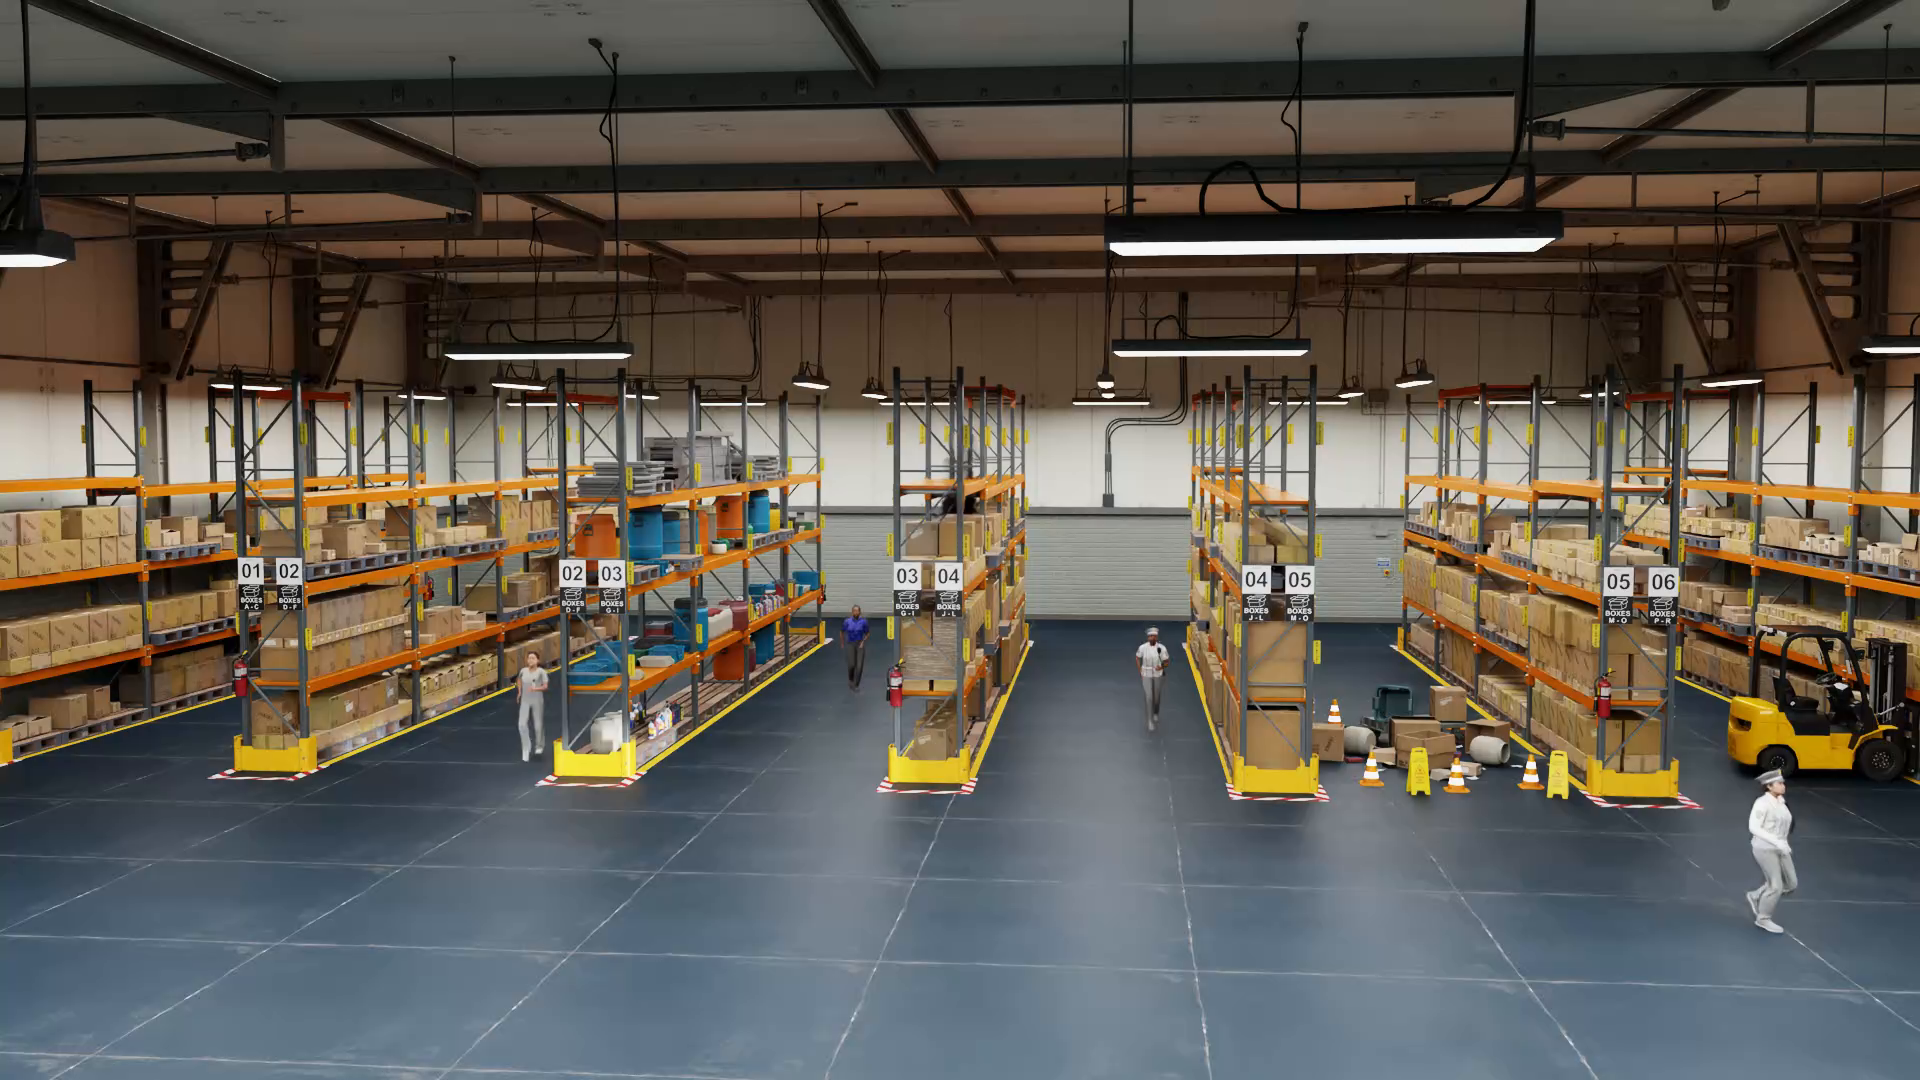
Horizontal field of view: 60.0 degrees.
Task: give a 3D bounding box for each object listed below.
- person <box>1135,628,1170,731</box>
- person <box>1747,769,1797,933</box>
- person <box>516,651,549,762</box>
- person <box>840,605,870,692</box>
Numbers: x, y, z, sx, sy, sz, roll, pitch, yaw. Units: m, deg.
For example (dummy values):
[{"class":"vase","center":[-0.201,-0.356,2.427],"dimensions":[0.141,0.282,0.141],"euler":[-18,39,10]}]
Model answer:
[{"class":"person","center":[3.249,2.318,28.047],"dimensions":[0.591,1.694,0.835],"euler":[0,4,4]},{"class":"person","center":[8.197,3.129,16.830],"dimensions":[0.625,1.664,0.542],"euler":[-3,4,-37]},{"class":"person","center":[-6.633,2.570,25.781],"dimensions":[0.532,1.702,0.723],"euler":[0,4,-1]},{"class":"person","center":[-1.931,2.005,30.653],"dimensions":[0.558,1.624,0.589],"euler":[0,4,-6]}]
